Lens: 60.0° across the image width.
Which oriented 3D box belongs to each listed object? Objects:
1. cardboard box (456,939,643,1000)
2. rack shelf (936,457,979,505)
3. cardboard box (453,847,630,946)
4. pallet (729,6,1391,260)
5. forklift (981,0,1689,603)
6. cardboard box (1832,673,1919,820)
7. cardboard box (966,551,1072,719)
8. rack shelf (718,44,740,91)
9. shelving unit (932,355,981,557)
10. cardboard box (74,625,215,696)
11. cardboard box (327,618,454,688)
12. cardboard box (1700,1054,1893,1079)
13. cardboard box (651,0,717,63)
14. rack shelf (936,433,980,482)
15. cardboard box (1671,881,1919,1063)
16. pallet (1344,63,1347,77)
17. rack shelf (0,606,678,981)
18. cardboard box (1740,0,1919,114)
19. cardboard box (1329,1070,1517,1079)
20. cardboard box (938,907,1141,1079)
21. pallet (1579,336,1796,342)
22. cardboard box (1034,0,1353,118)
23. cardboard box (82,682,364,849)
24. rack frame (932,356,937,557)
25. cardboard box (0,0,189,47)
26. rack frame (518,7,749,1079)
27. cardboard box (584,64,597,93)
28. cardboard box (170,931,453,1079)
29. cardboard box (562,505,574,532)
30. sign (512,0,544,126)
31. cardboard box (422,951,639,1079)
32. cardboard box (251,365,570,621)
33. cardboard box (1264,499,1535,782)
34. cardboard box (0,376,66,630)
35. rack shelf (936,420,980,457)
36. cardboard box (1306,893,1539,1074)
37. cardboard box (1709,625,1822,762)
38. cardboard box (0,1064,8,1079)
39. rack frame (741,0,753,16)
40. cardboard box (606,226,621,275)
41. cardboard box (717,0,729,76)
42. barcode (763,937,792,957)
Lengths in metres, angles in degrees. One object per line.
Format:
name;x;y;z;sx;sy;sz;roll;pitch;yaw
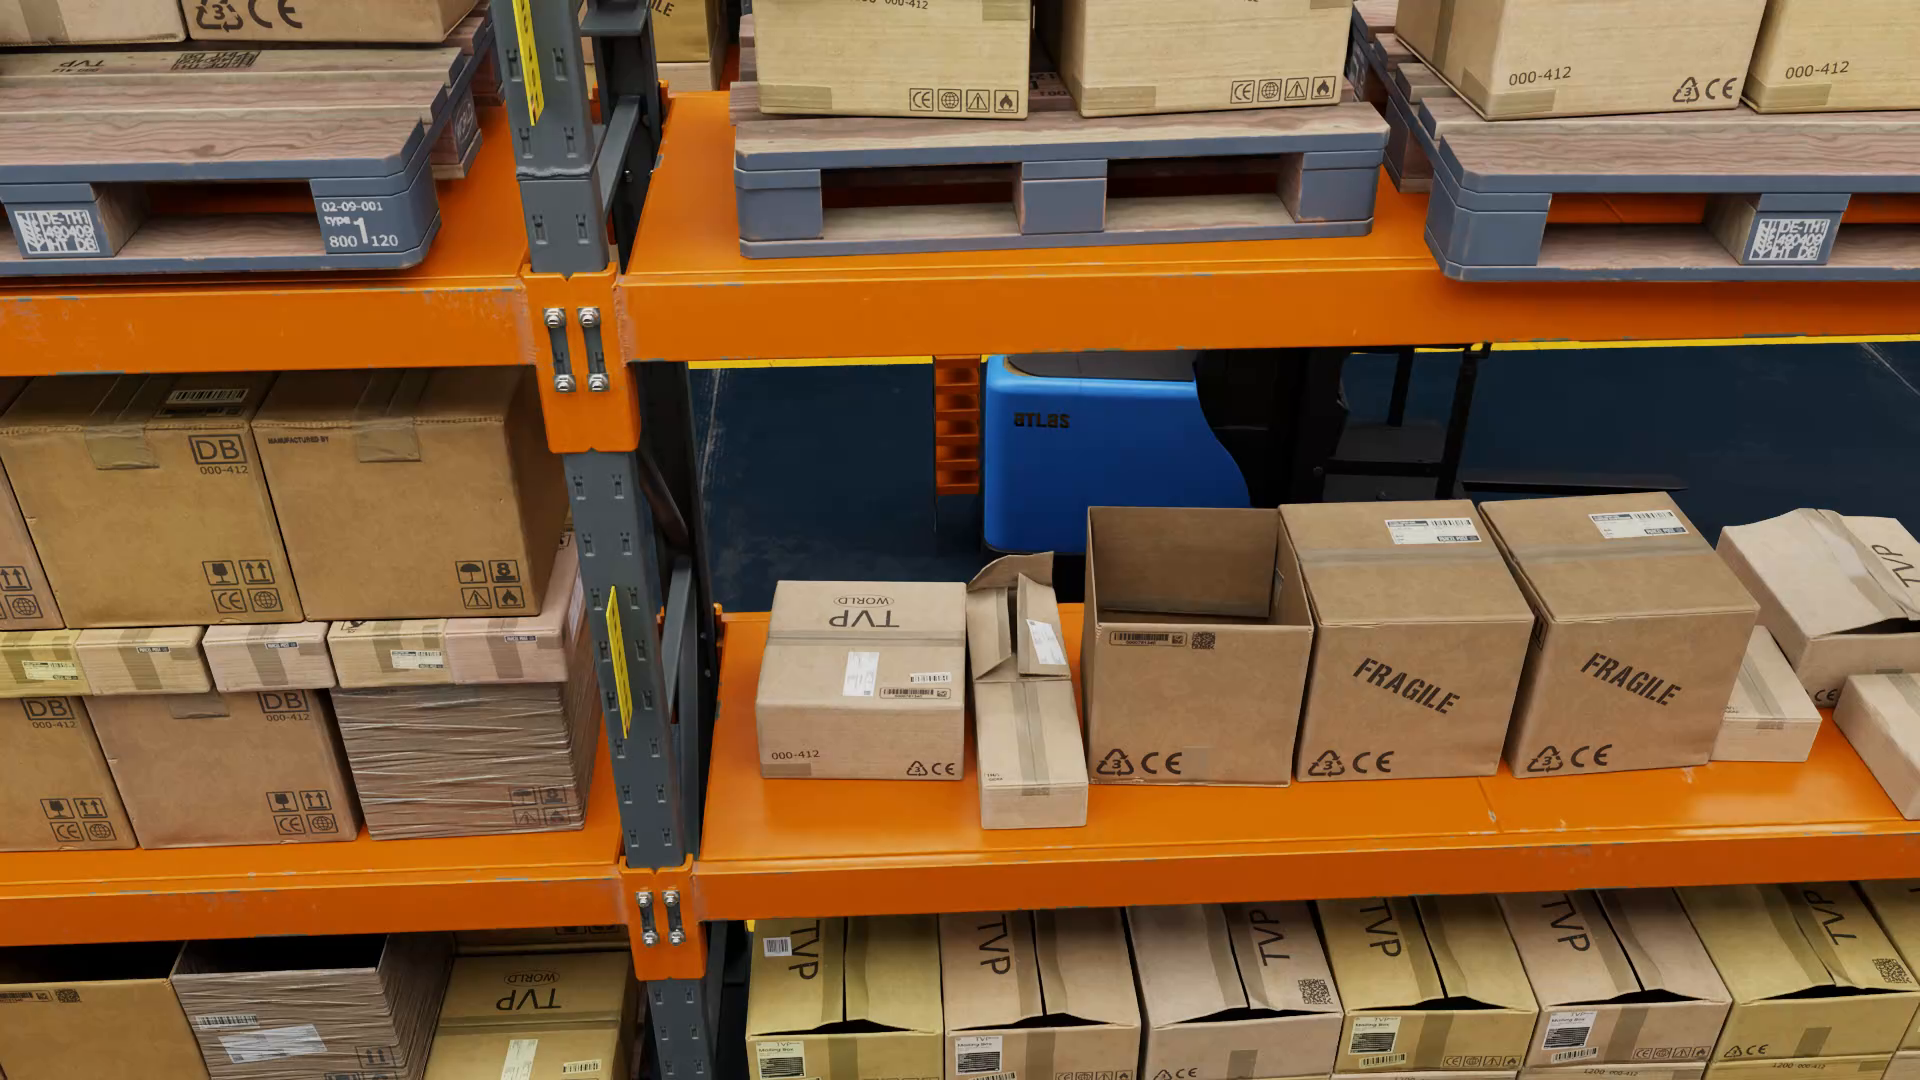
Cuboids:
cardboard box;-1.204;1.125;5.036;0.500;0.250;0.500;-2;35;-2
rack shelf;-0.014;-0.259;7.070;0.180;0.103;0.258;-2;35;-2
cardboard box;-1.205;0.811;4.831;0.500;0.500;0.500;-2;35;-2
pallet;0.154;-0.859;3.388;1.217;0.209;0.805;-3;35;-4
forklift;1.624;-1.146;6.331;3.031;2.935;1.130;2;35;3
cardboard box;2.383;0.504;4.107;0.250;0.149;0.380;-2;35;-2
cardboard box;0.143;0.254;4.365;0.258;0.266;0.396;-2;35;-3
rack shelf;-2.963;-2.139;8.337;4.000;0.370;1.077;-2;35;-2
shelving unit;-0.014;-0.493;6.908;0.189;1.200;0.258;-2;35;-2
cardboard box;-1.759;0.170;3.711;0.250;0.149;0.380;-2;35;-2
cardboard box;-1.235;0.154;3.734;0.250;0.149;0.380;-2;35;-3
cardboard box;2.240;1.346;4.717;0.500;0.250;0.500;-2;35;-3
cardboard box;-1.423;-2.555;7.762;0.500;0.500;0.500;-2;35;-2
rack shelf;-0.014;-0.358;7.002;0.180;0.103;0.258;-2;35;-2
cardboard box;2.238;1.118;4.553;0.500;0.311;0.500;-2;35;-3
pallet;2.324;-2.438;8.306;1.003;0.211;1.213;-2;35;-2
rack shelf;-2.725;0.677;4.269;4.000;0.370;1.077;-2;35;-2
cardboard box;1.723;-1.048;3.255;0.500;0.250;0.500;-2;35;-3
cardboard box;1.224;1.373;4.677;0.500;0.250;0.500;-1;35;-1
cardboard box;0.198;1.174;4.472;0.500;0.311;0.500;-2;35;-3
pallet;3.821;-1.428;9.129;1.213;0.211;1.003;-2;35;-2
cardboard box;0.438;-1.045;3.251;0.500;0.250;0.500;-5;35;-7
cardboard box;-1.696;0.319;4.065;0.500;0.500;0.700;-2;35;-3
rack frame;-0.106;-0.491;6.904;0.006;1.200;0.240;-2;35;-2
cardboard box;-1.782;-1.222;3.330;0.500;0.311;0.500;-3;35;-5
rack frame;-0.727;0.327;4.142;0.127;3.000;1.000;-2;35;-2
cardboard box;-1.922;-2.242;7.967;0.500;0.250;0.500;-1;35;-2
cardboard box;-1.680;1.120;4.384;0.500;0.500;0.500;-2;35;-2
cardboard box;-1.004;-0.084;4.077;0.250;0.149;0.380;-2;35;-2
sign;-0.699;-0.836;2.663;0.005;0.325;0.100;-2;35;-2
cardboard box;-1.180;1.422;4.607;0.500;0.250;0.500;-2;35;-2
cardboard box;-1.170;-0.232;3.722;0.500;0.500;0.700;-1;35;-2
cardboard box;1.068;0.247;4.170;0.500;0.500;0.500;-1;35;-2
cardboard box;-2.175;-0.205;3.682;0.500;0.500;0.700;-2;35;-2
rack shelf;-0.014;-0.456;6.933;0.180;0.103;0.258;-2;35;-2
cardboard box;1.233;1.143;4.518;0.500;0.311;0.500;-1;35;-1
cardboard box;1.997;0.389;4.273;0.250;0.149;0.380;1;35;1
cardboard box;-2.678;1.157;4.330;0.500;0.500;0.500;-2;35;-2
rack frame;-0.965;-2.489;8.210;0.127;3.000;1.000;-2;35;-2
cardboard box;-2.000;-1.591;8.723;0.500;0.500;0.500;-4;35;-6
cardboard box;-1.445;-2.545;8.405;0.500;0.250;0.500;-1;35;-2
barcode;-0.452;1.009;4.123;0.075;0.075;0.001;-2;35;-2
